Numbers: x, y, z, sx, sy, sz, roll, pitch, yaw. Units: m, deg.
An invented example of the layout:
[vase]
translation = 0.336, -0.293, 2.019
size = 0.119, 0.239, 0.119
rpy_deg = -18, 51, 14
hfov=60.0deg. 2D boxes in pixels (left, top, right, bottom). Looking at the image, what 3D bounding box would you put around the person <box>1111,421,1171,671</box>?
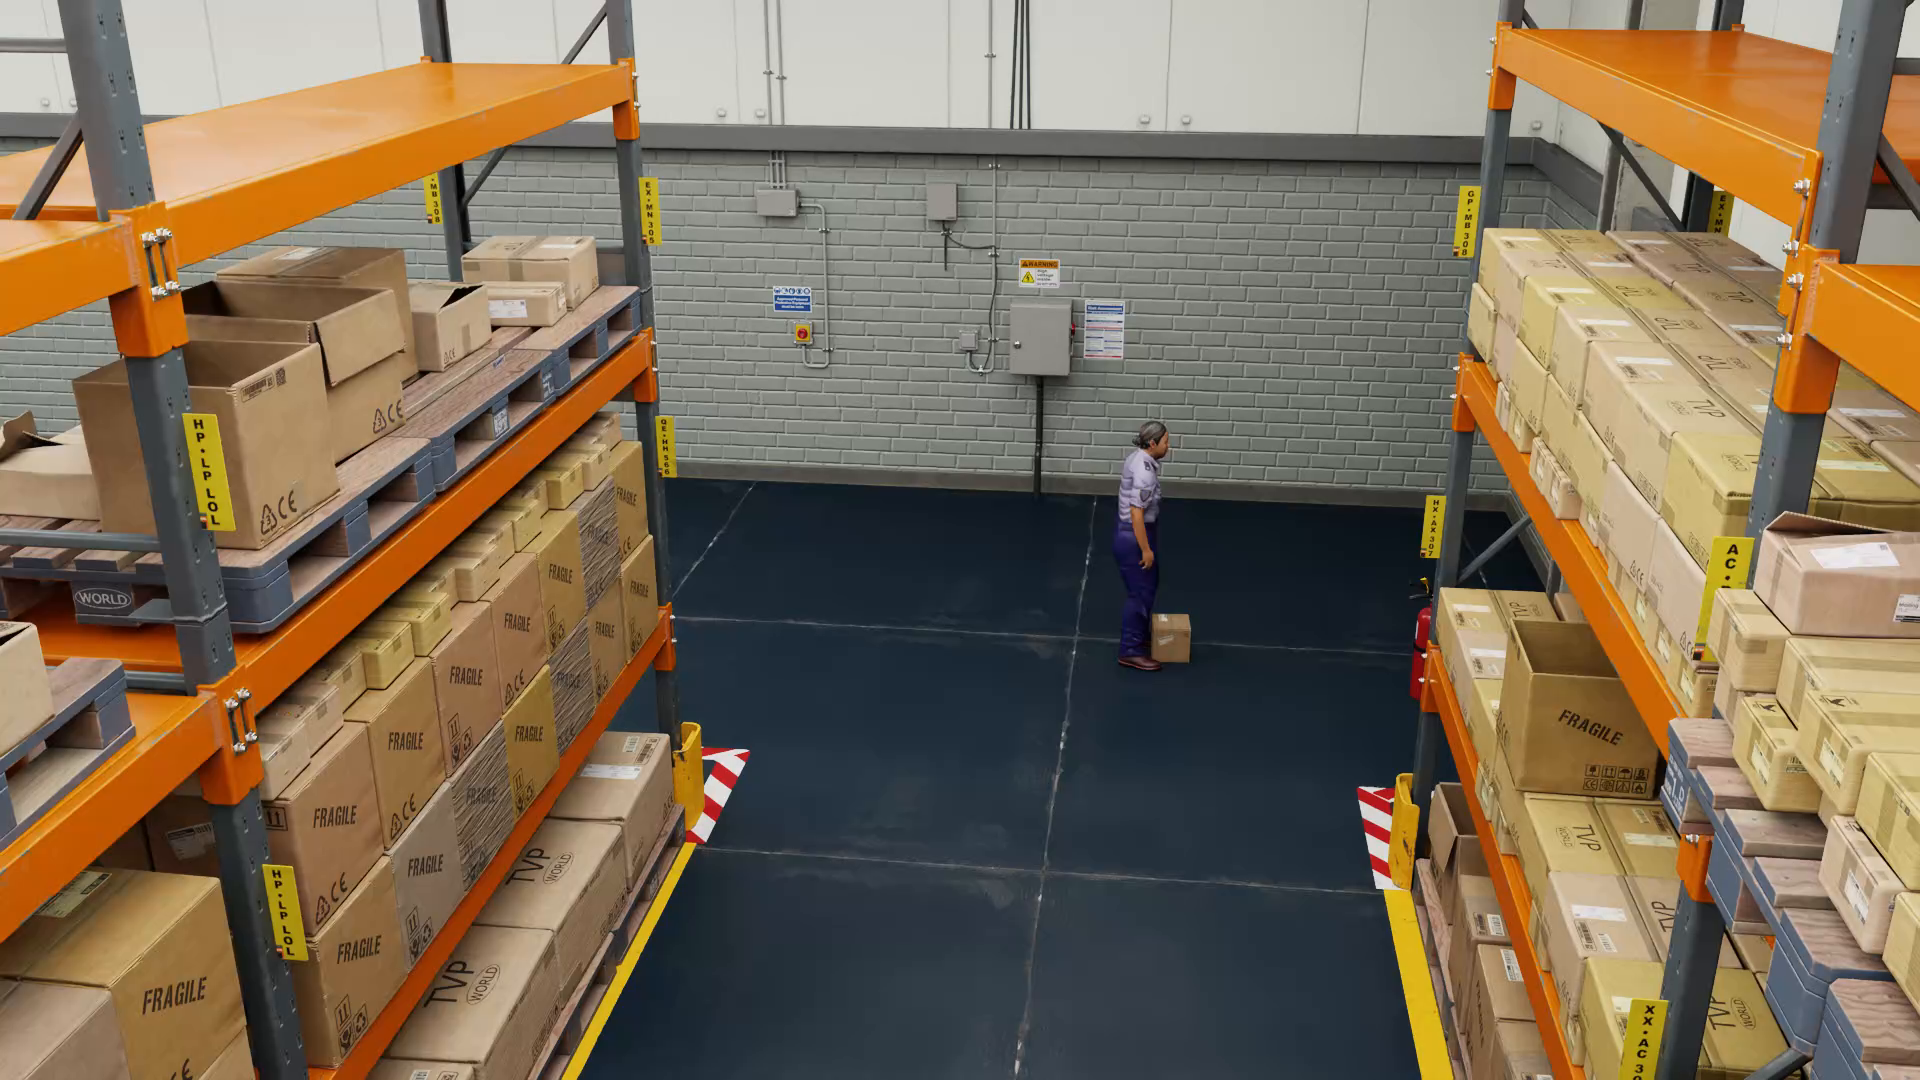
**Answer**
[person]
translation = 1.222, 0.009, 11.072
size = 0.422, 1.652, 0.564
rpy_deg = 1, 21, 3
